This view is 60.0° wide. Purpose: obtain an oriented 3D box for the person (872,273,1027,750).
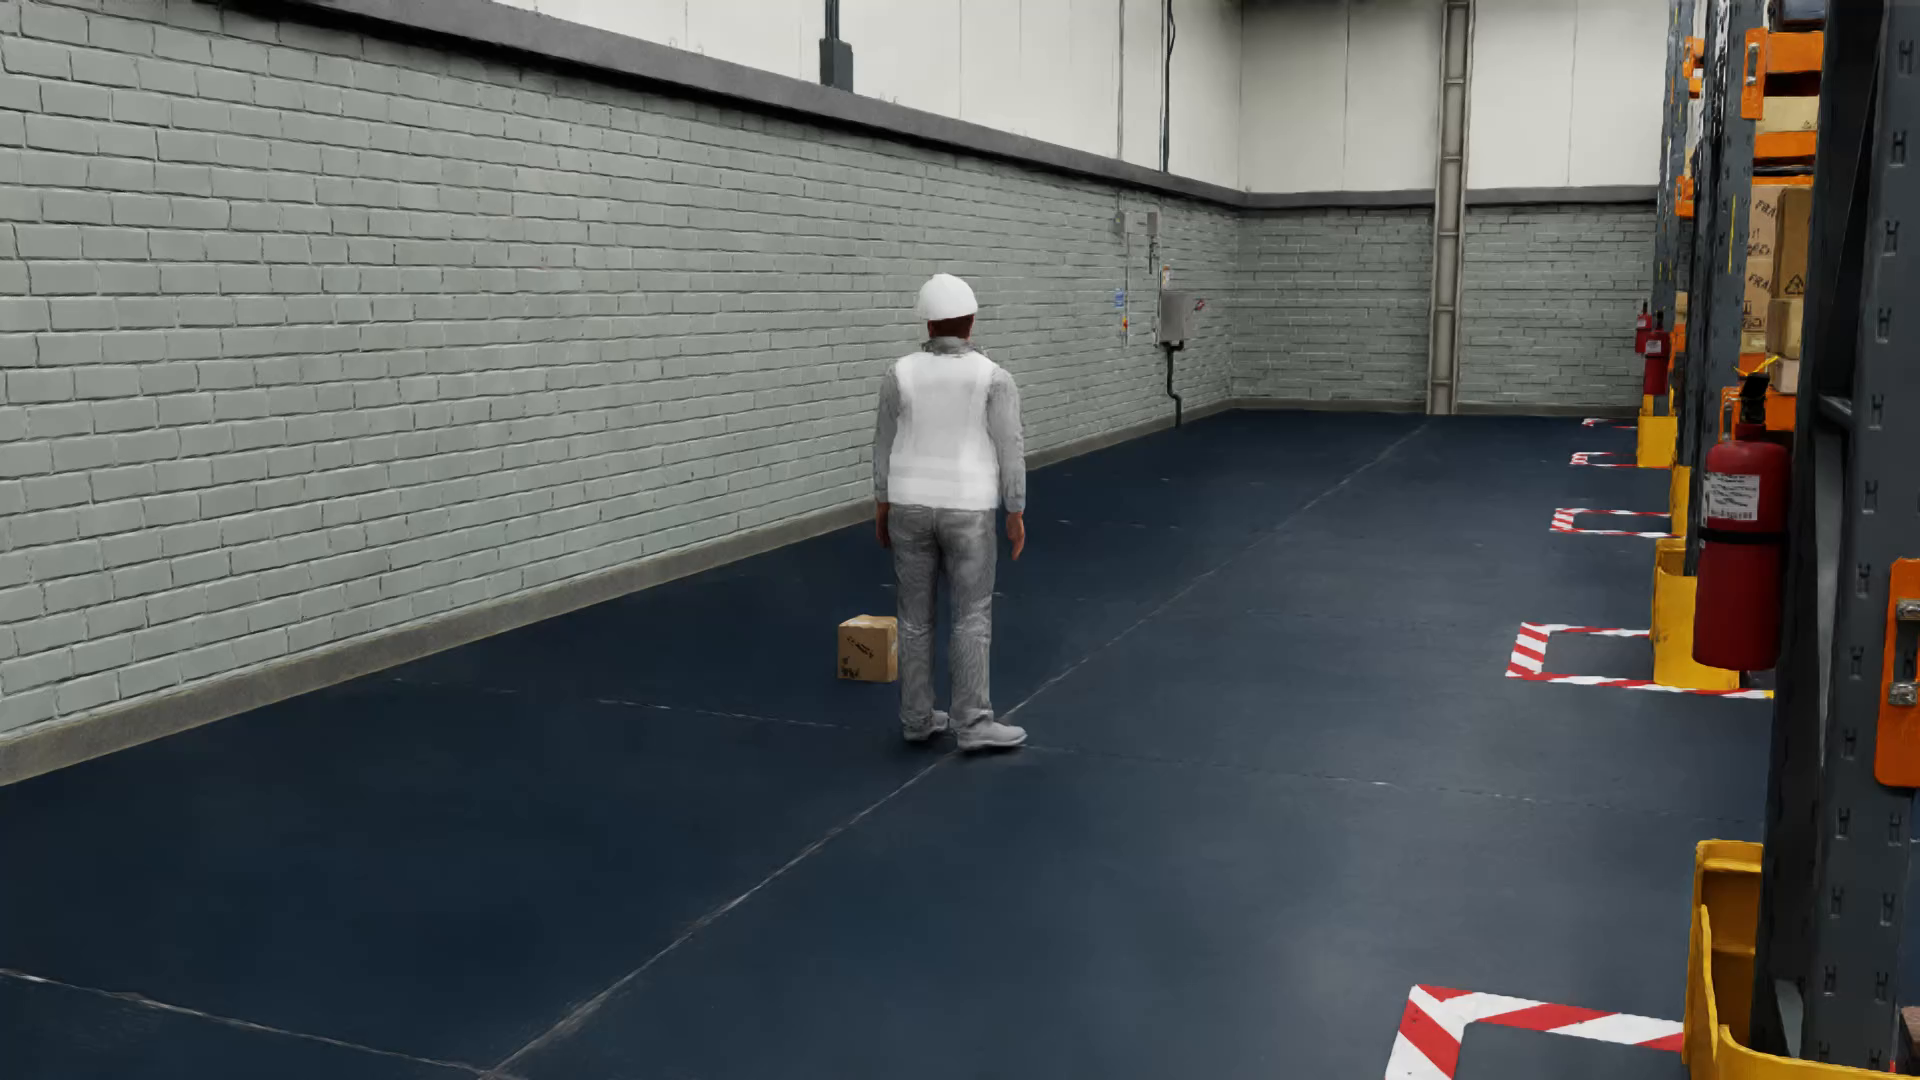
[{"bbox_3d":[-0.039,-0.108,6.301,0.591,1.784,0.385,2,9,14],"label":"person"}]
